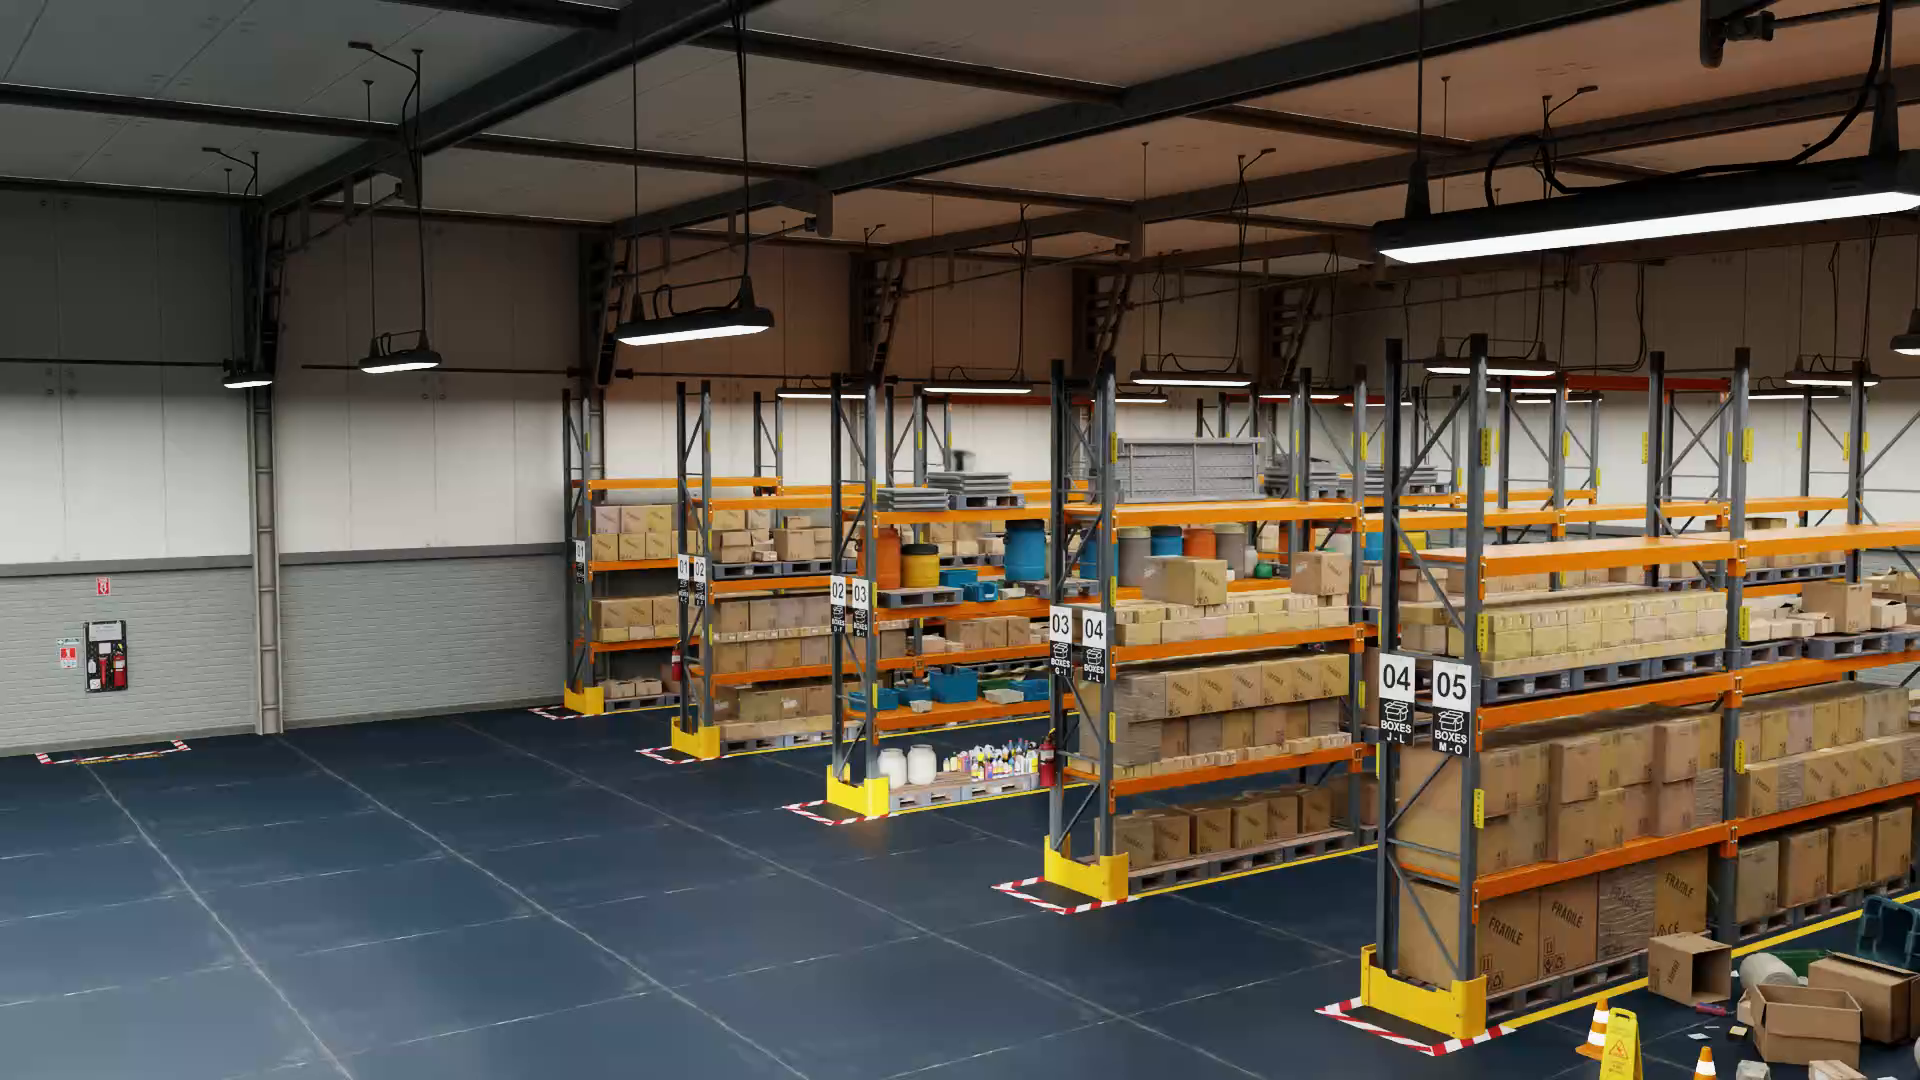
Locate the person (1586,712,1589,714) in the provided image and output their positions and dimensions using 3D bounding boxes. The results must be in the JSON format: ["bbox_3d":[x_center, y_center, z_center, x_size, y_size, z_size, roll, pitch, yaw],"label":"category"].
[{"bbox_3d":[7.770,2.967,20.821,0.617,1.746,0.699,-3,4,-35],"label":"person"}]
